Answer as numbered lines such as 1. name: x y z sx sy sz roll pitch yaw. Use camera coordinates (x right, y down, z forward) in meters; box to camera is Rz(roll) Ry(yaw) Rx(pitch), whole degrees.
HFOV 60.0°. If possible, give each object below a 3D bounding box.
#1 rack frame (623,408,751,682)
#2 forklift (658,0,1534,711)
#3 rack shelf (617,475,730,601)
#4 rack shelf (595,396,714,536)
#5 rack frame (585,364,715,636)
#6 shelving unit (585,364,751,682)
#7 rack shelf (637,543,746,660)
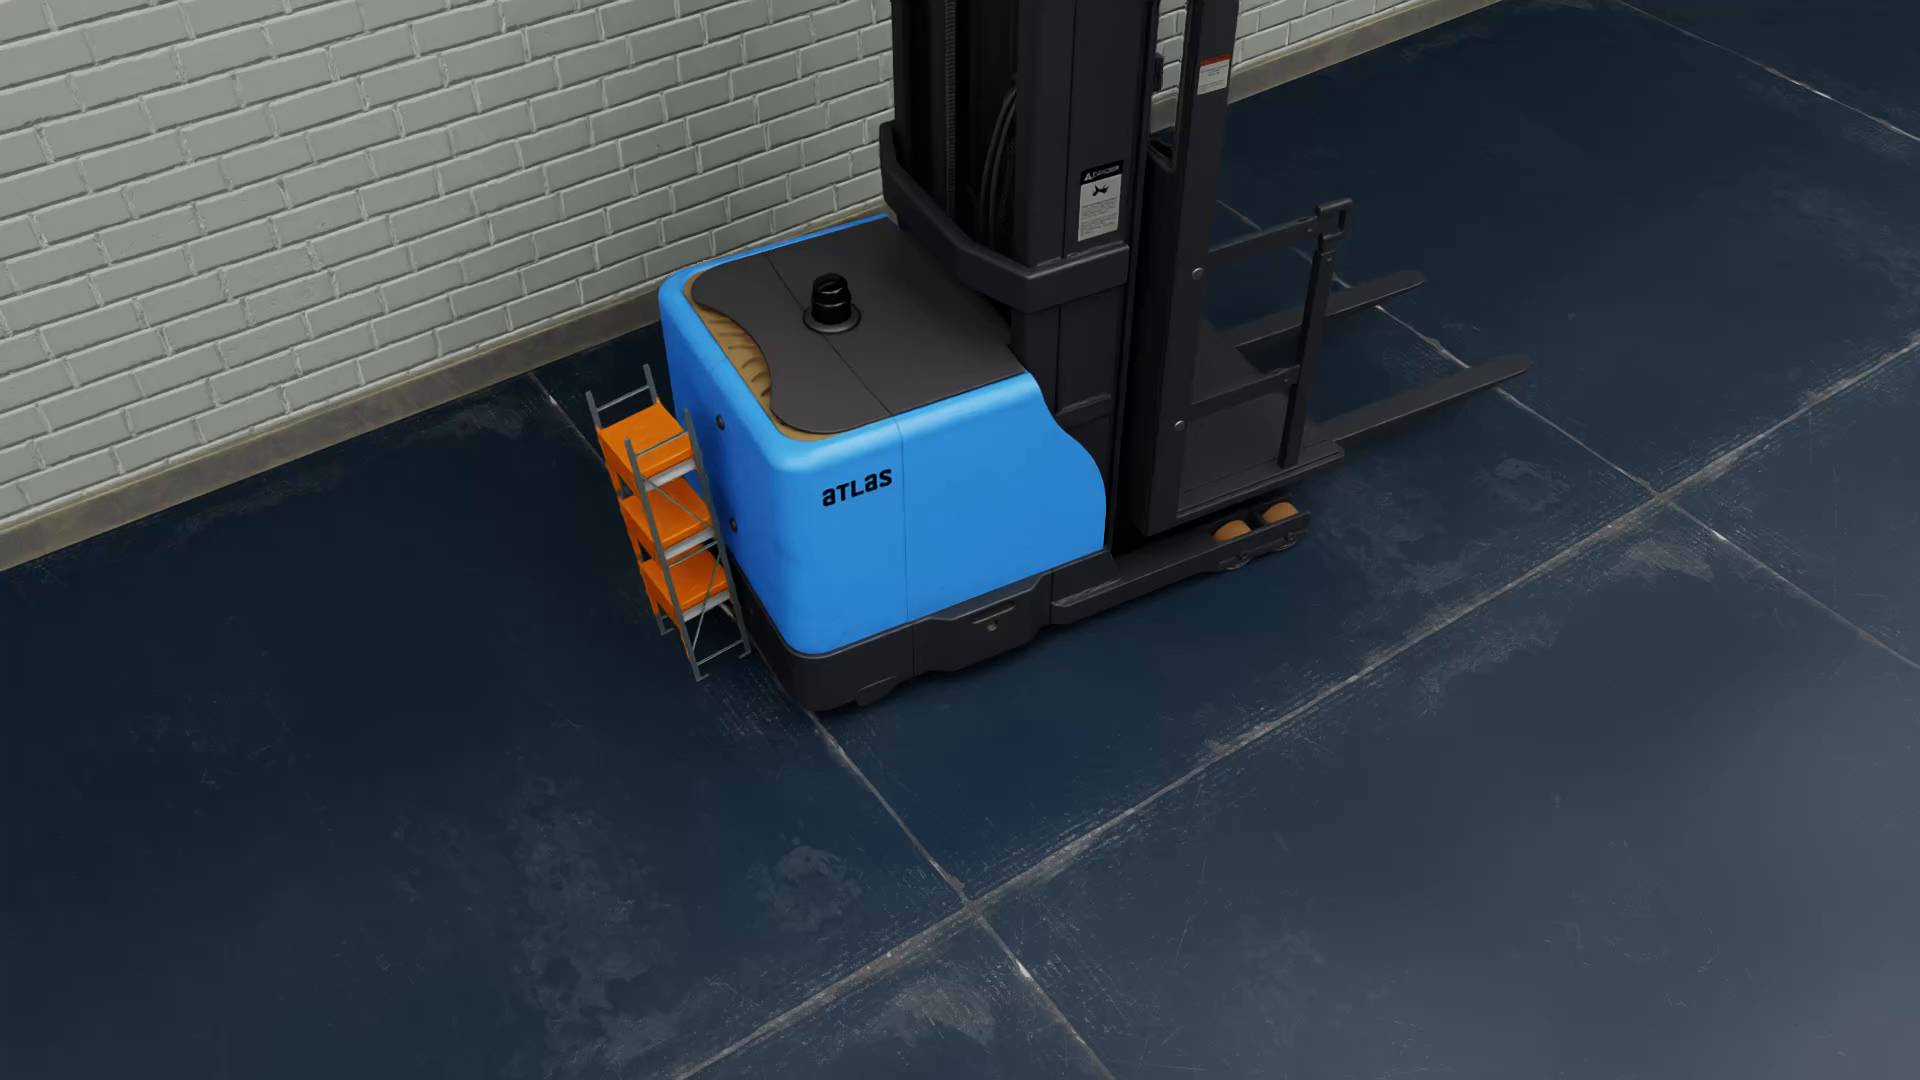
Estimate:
1. rack frame: -0.793 0.044 4.931 0.200 1.050 0.008 -29 50 -20
2. forklift: 0.617 -1.265 4.953 3.031 2.935 1.130 -20 47 -20
3. rack shelf: -0.861 -0.018 5.012 0.215 0.259 0.240 -29 50 -20
4. rack shelf: -0.882 -0.213 4.807 0.215 0.259 0.240 -29 50 -20
5. rack frame: -0.930 -0.095 5.077 0.200 1.050 0.008 -29 50 -20
6. shelving unit: -0.862 -0.026 5.004 0.215 1.050 0.252 -29 50 -20
7. rack shelf: -0.840 0.172 5.213 0.215 0.259 0.240 -29 50 -20
